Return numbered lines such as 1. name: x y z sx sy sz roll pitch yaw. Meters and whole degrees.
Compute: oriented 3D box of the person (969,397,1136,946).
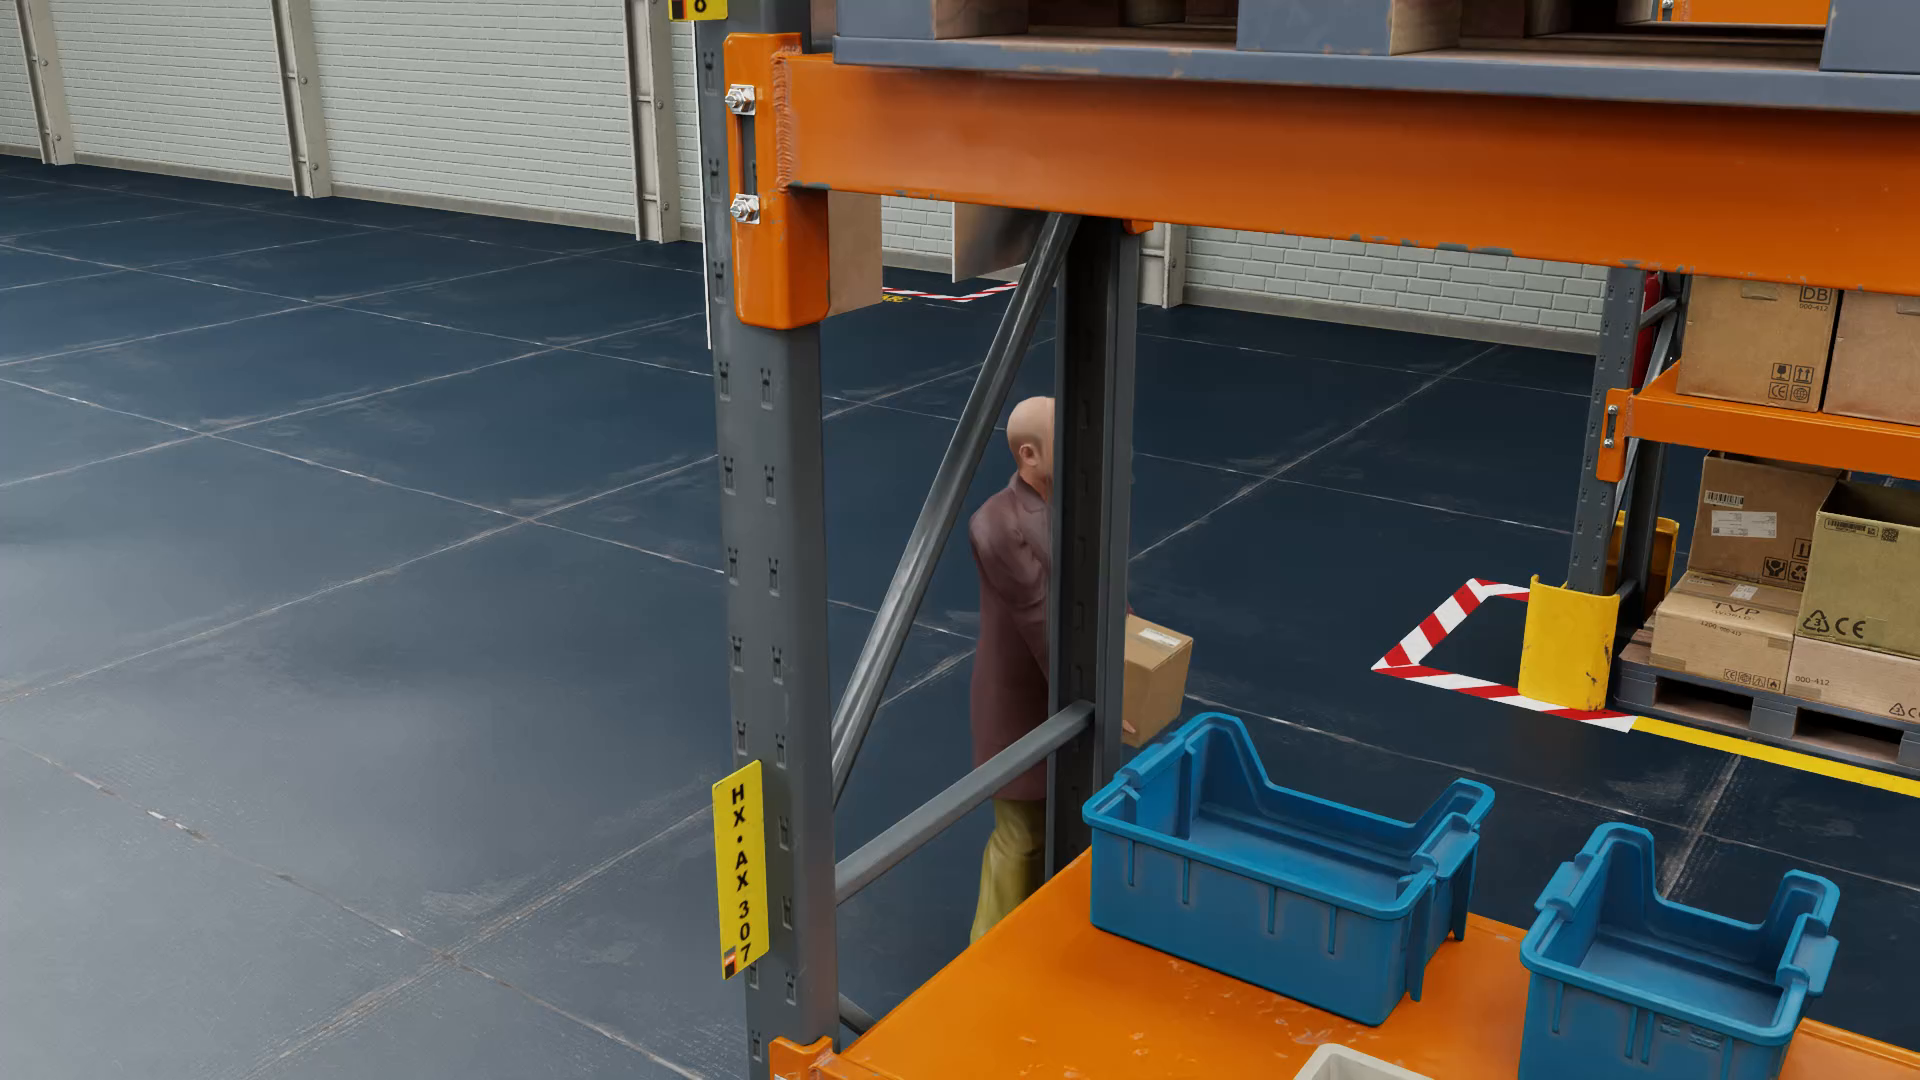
1. person: 0.315 0.477 4.753 0.559 1.780 0.527 12 23 31
